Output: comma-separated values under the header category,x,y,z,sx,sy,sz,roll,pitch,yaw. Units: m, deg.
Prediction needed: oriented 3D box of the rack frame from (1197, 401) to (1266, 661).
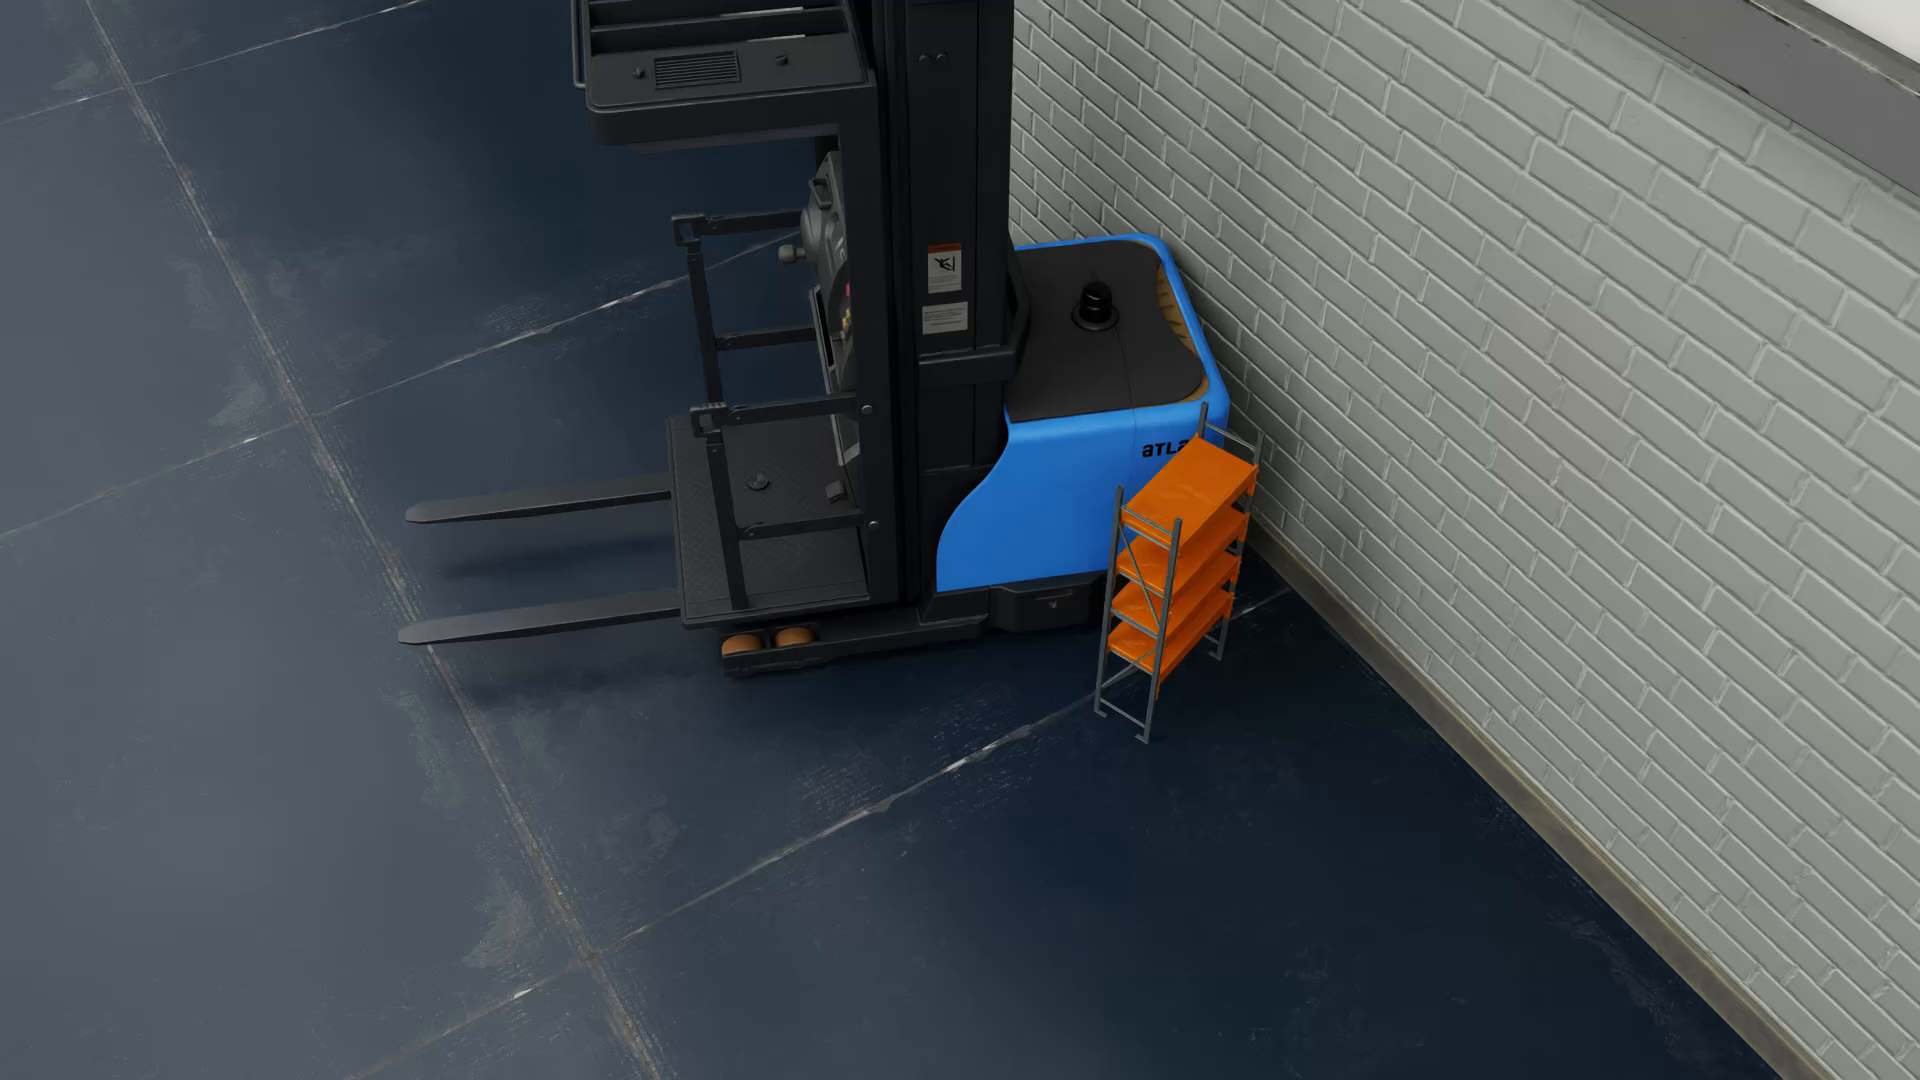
category,x,y,z,sx,sy,sz,roll,pitch,yaw
rack frame,0.895,-0.001,5.893,0.240,1.200,0.015,31,55,25

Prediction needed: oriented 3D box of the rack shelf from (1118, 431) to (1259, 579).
category,x,y,z,sx,sy,sz,roll,pitch,yaw
rack shelf,0.743,-0.120,5.473,0.258,0.148,0.480,31,55,25

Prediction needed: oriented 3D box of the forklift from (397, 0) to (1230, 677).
category,x,y,z,sx,sy,sz,roll,pitch,yaw
forklift,-0.618,-0.894,5.529,3.031,2.935,1.130,-7,49,-7

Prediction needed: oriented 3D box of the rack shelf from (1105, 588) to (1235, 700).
category,x,y,z,sx,sy,sz,roll,pitch,yaw
rack shelf,0.743,0.318,5.965,0.258,0.148,0.480,31,55,25

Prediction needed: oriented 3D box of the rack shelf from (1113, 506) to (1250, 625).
category,x,y,z,sx,sy,sz,roll,pitch,yaw
rack shelf,0.743,0.037,5.650,0.258,0.148,0.480,31,55,25

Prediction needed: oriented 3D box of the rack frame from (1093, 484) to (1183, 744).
category,x,y,z,sx,sy,sz,roll,pitch,yaw
rack frame,0.591,0.283,5.640,0.240,1.200,0.015,31,55,25

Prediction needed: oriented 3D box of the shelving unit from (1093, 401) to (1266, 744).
category,x,y,z,sx,sy,sz,roll,pitch,yaw
shelving unit,0.743,0.141,5.766,0.258,1.200,0.503,31,55,25

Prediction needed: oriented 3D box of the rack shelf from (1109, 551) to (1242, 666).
category,x,y,z,sx,sy,sz,roll,pitch,yaw
rack shelf,0.743,0.186,5.817,0.258,0.148,0.480,31,55,25
